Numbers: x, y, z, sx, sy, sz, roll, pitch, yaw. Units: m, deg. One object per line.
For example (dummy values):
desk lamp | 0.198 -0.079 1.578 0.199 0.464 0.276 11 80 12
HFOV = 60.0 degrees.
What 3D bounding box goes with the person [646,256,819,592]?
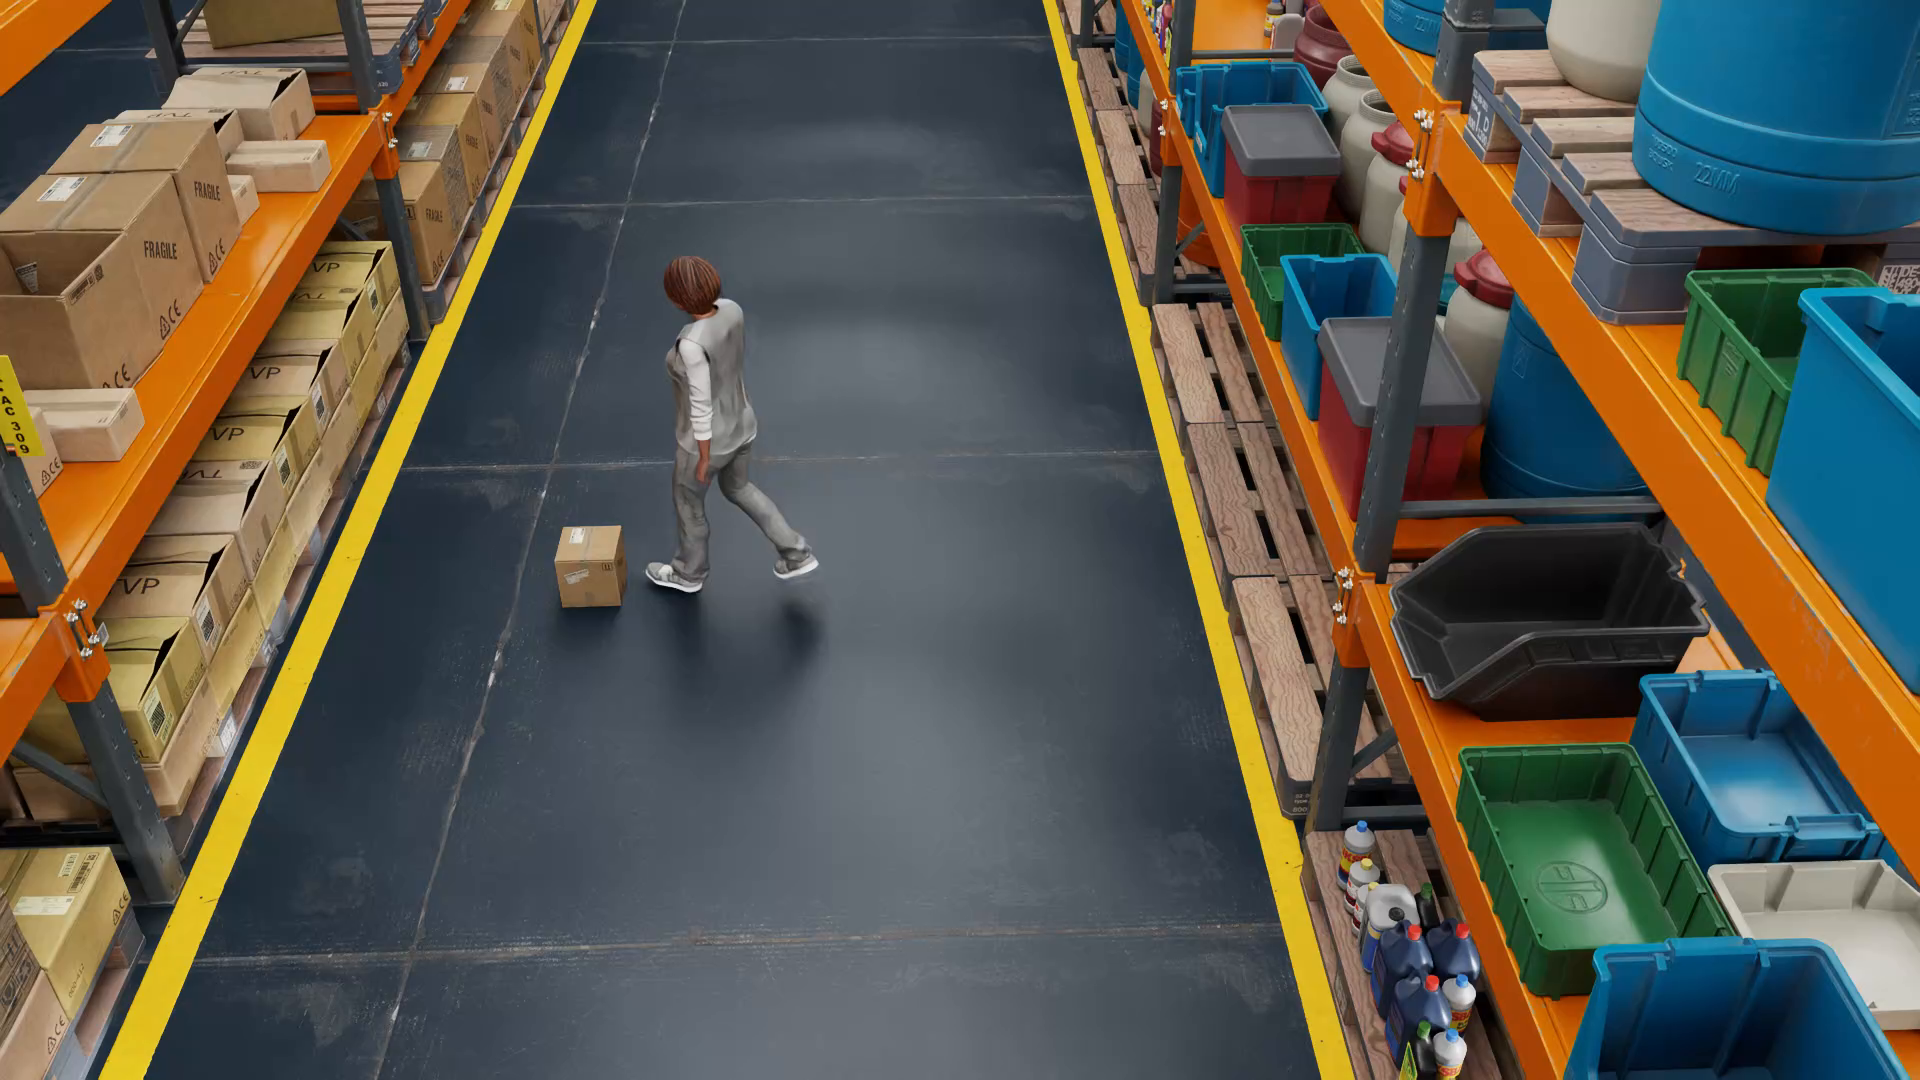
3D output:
person | -0.978 -0.433 6.739 0.778 1.569 0.419 16 39 21
